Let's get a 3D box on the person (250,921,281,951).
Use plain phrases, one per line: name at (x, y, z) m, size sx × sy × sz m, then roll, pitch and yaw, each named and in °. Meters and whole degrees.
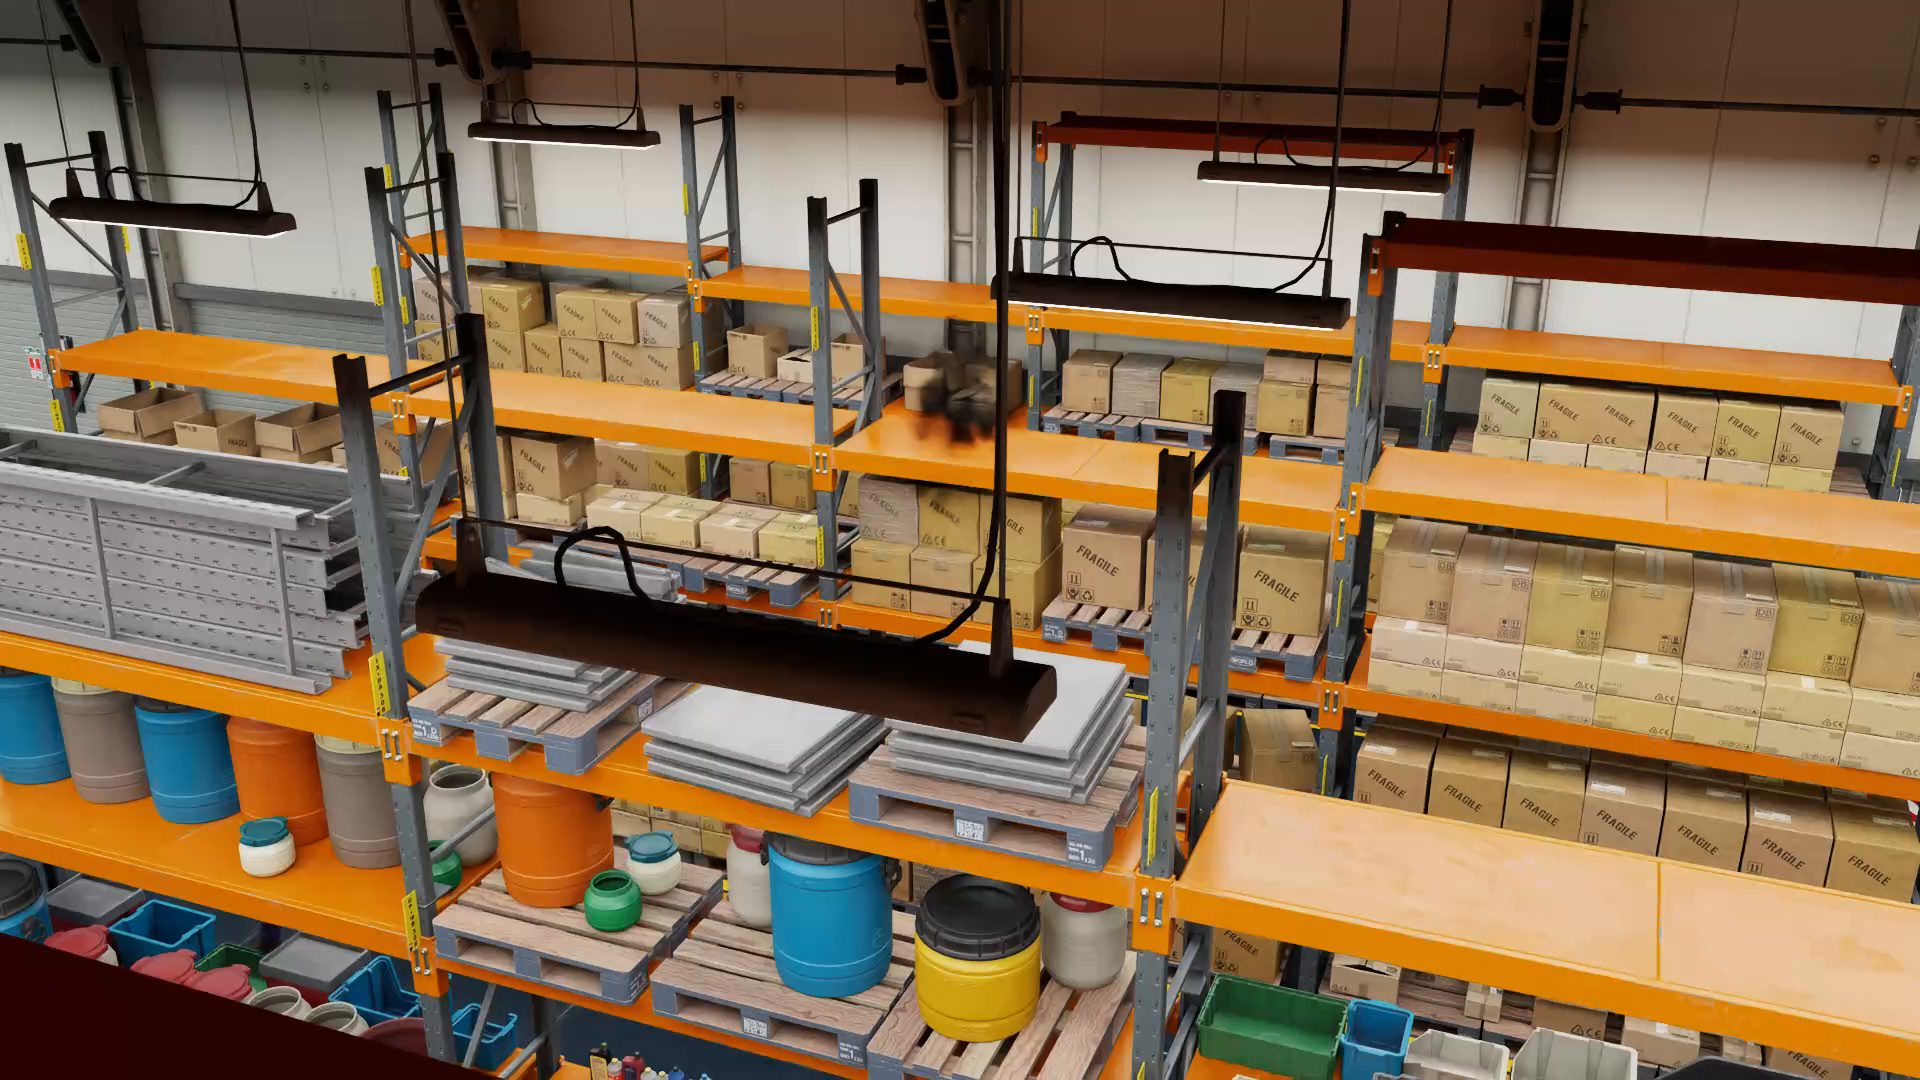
person at (-5.361, 2.574, 13.295) m, size 0.874 × 1.663 × 0.624 m, roll 5°, pitch 21°, yaw 12°
